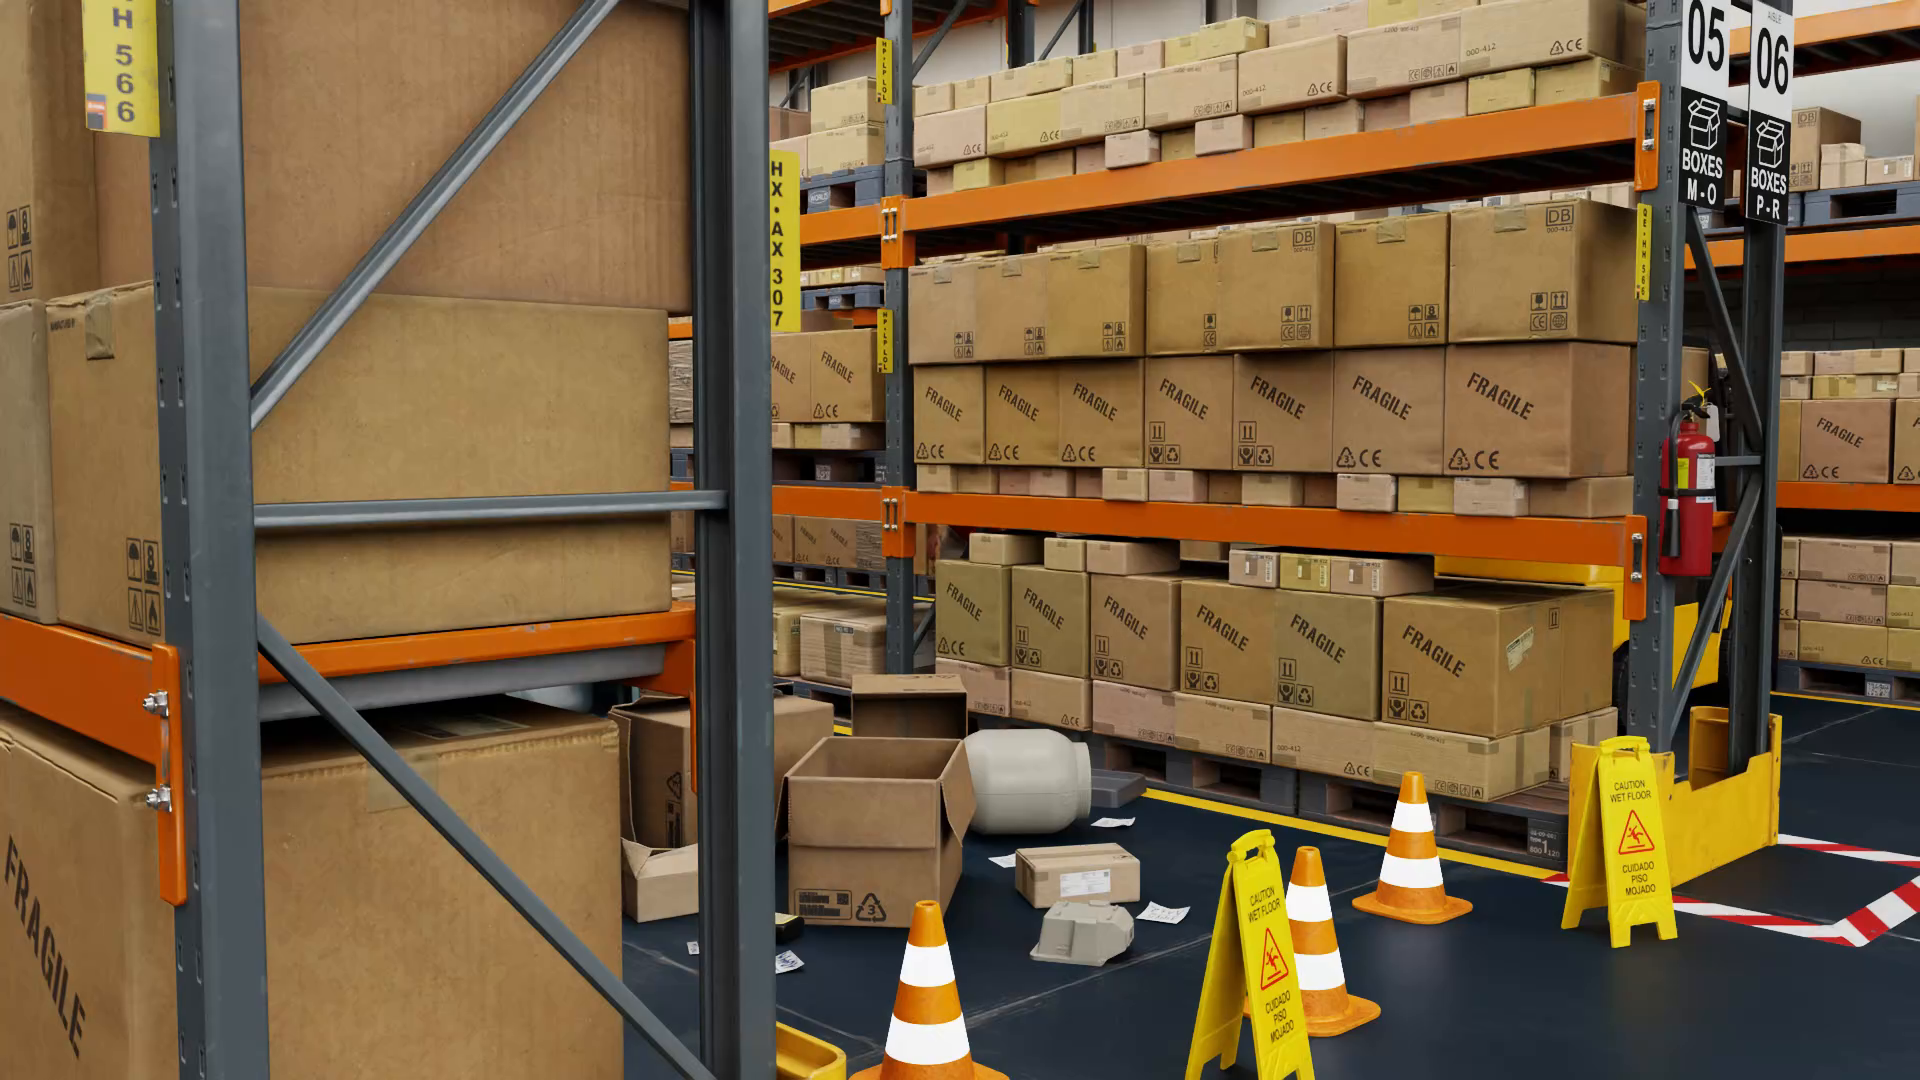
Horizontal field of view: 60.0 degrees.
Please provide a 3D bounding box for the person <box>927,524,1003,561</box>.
[{"bbox_3d":[0.164,0.135,11.202,0.734,1.485,0.732,-2,4,-25],"label":"person"}]
